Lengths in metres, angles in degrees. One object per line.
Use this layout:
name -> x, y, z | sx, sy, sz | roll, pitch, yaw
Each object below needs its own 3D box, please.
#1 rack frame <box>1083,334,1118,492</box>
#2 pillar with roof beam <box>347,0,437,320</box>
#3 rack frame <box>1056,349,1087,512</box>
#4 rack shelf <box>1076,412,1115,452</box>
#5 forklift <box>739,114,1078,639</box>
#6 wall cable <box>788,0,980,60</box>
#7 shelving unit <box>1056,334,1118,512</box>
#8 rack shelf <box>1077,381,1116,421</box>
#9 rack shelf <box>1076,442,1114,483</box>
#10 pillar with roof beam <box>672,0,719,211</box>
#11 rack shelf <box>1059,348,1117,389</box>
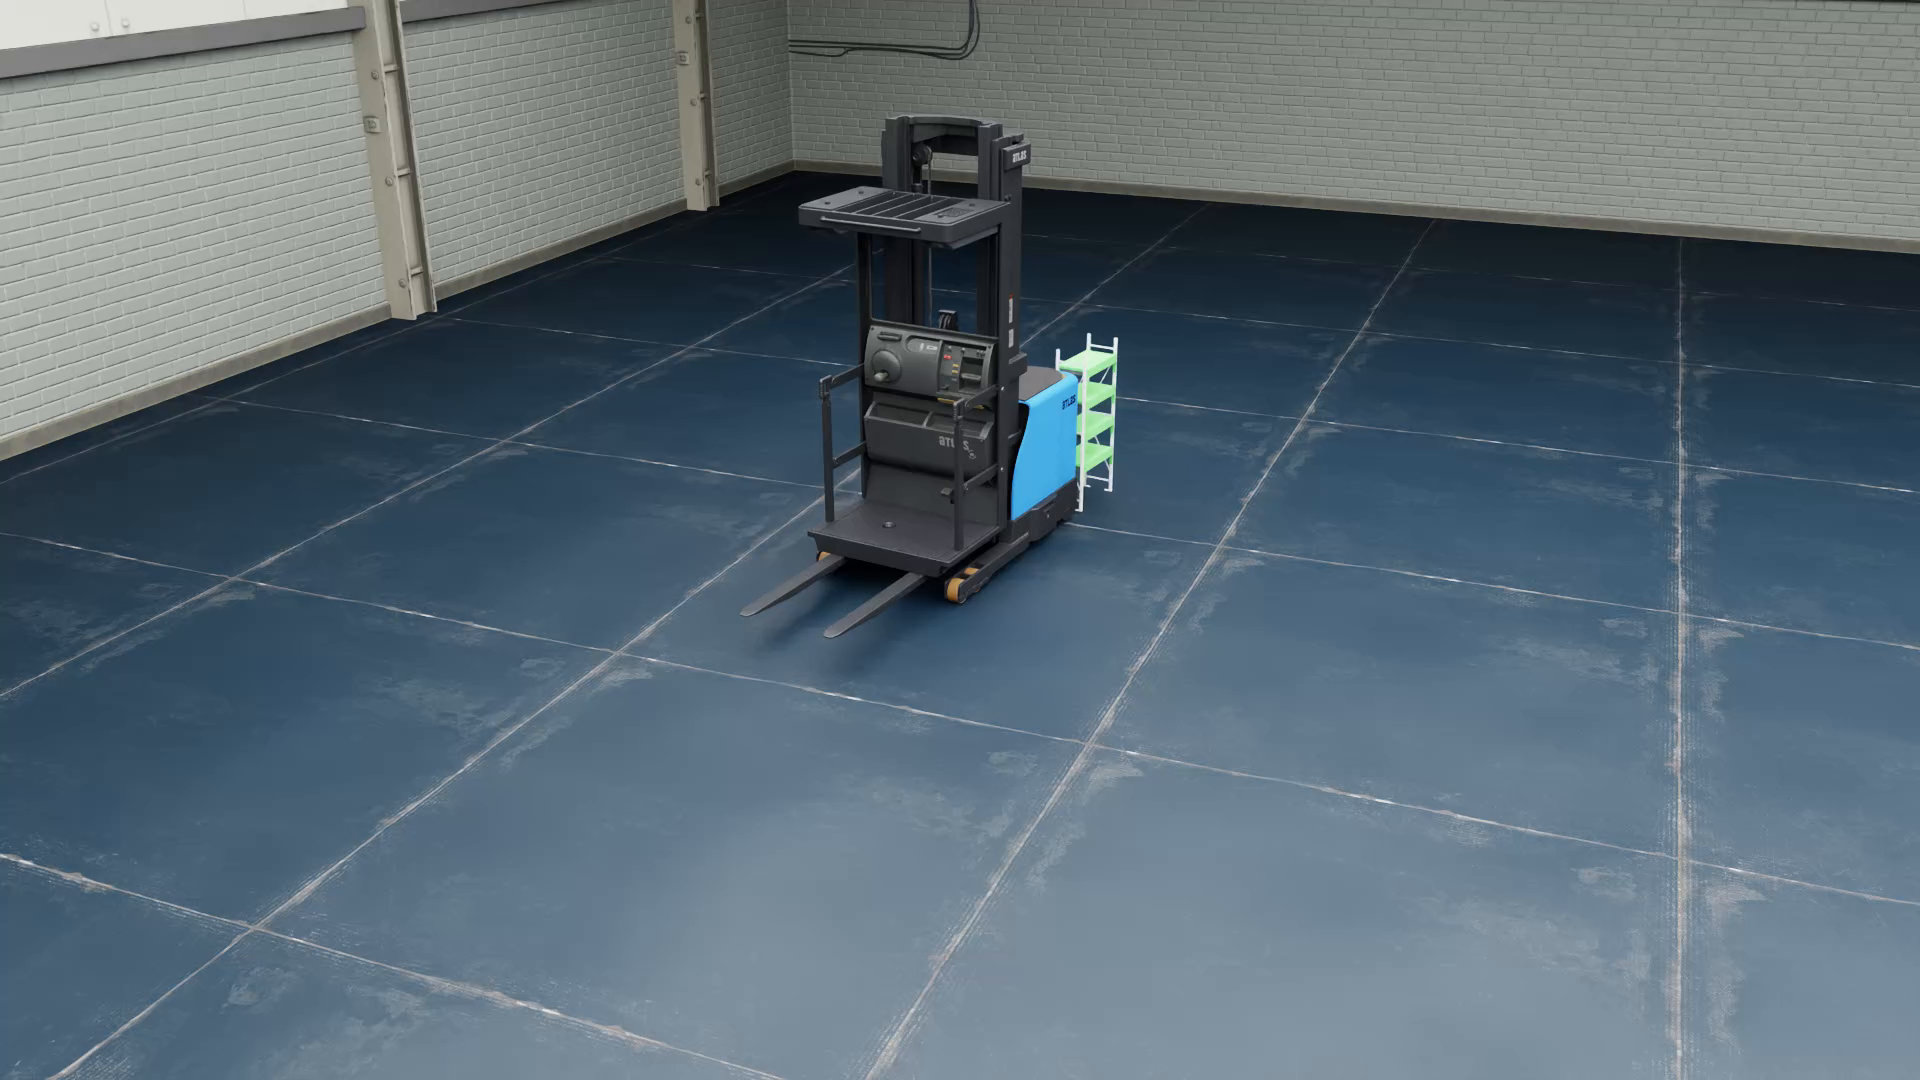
rack frame -> 1.047, -0.947, 12.459 | 0.240, 1.200, 0.015 | 13, 26, 28
pillar with roof beam -> -1.724, -5.902, 14.204 | 9.100, 9.000, 0.400 | 9, 24, 20
rack frame -> 0.795, -0.785, 12.074 | 0.240, 1.200, 0.015 | 13, 26, 28
rack shelf -> 0.921, -0.807, 12.291 | 0.258, 0.148, 0.480 | 13, 26, 28
forklift -> -0.309, -1.141, 10.679 | 1.130, 2.935, 3.031 | 12, 26, 27
wall cable -> -1.171, -8.097, 23.489 | 3.097, 2.526, 0.112 | 9, 24, 20
shelving unit -> 0.921, -0.866, 12.267 | 0.258, 1.200, 0.503 | 13, 26, 28
rack shelf -> 0.921, -1.029, 12.199 | 0.258, 0.148, 0.480 | 13, 26, 28
rack shelf -> 0.921, -0.586, 12.384 | 0.258, 0.148, 0.480 | 13, 26, 28
pillar with roof beam -> 0.504, -8.049, 19.344 | 9.100, 9.000, 0.400 | 9, 24, 20
rack shelf -> 0.921, -1.250, 12.106 | 0.258, 0.148, 0.480 | 13, 26, 28
